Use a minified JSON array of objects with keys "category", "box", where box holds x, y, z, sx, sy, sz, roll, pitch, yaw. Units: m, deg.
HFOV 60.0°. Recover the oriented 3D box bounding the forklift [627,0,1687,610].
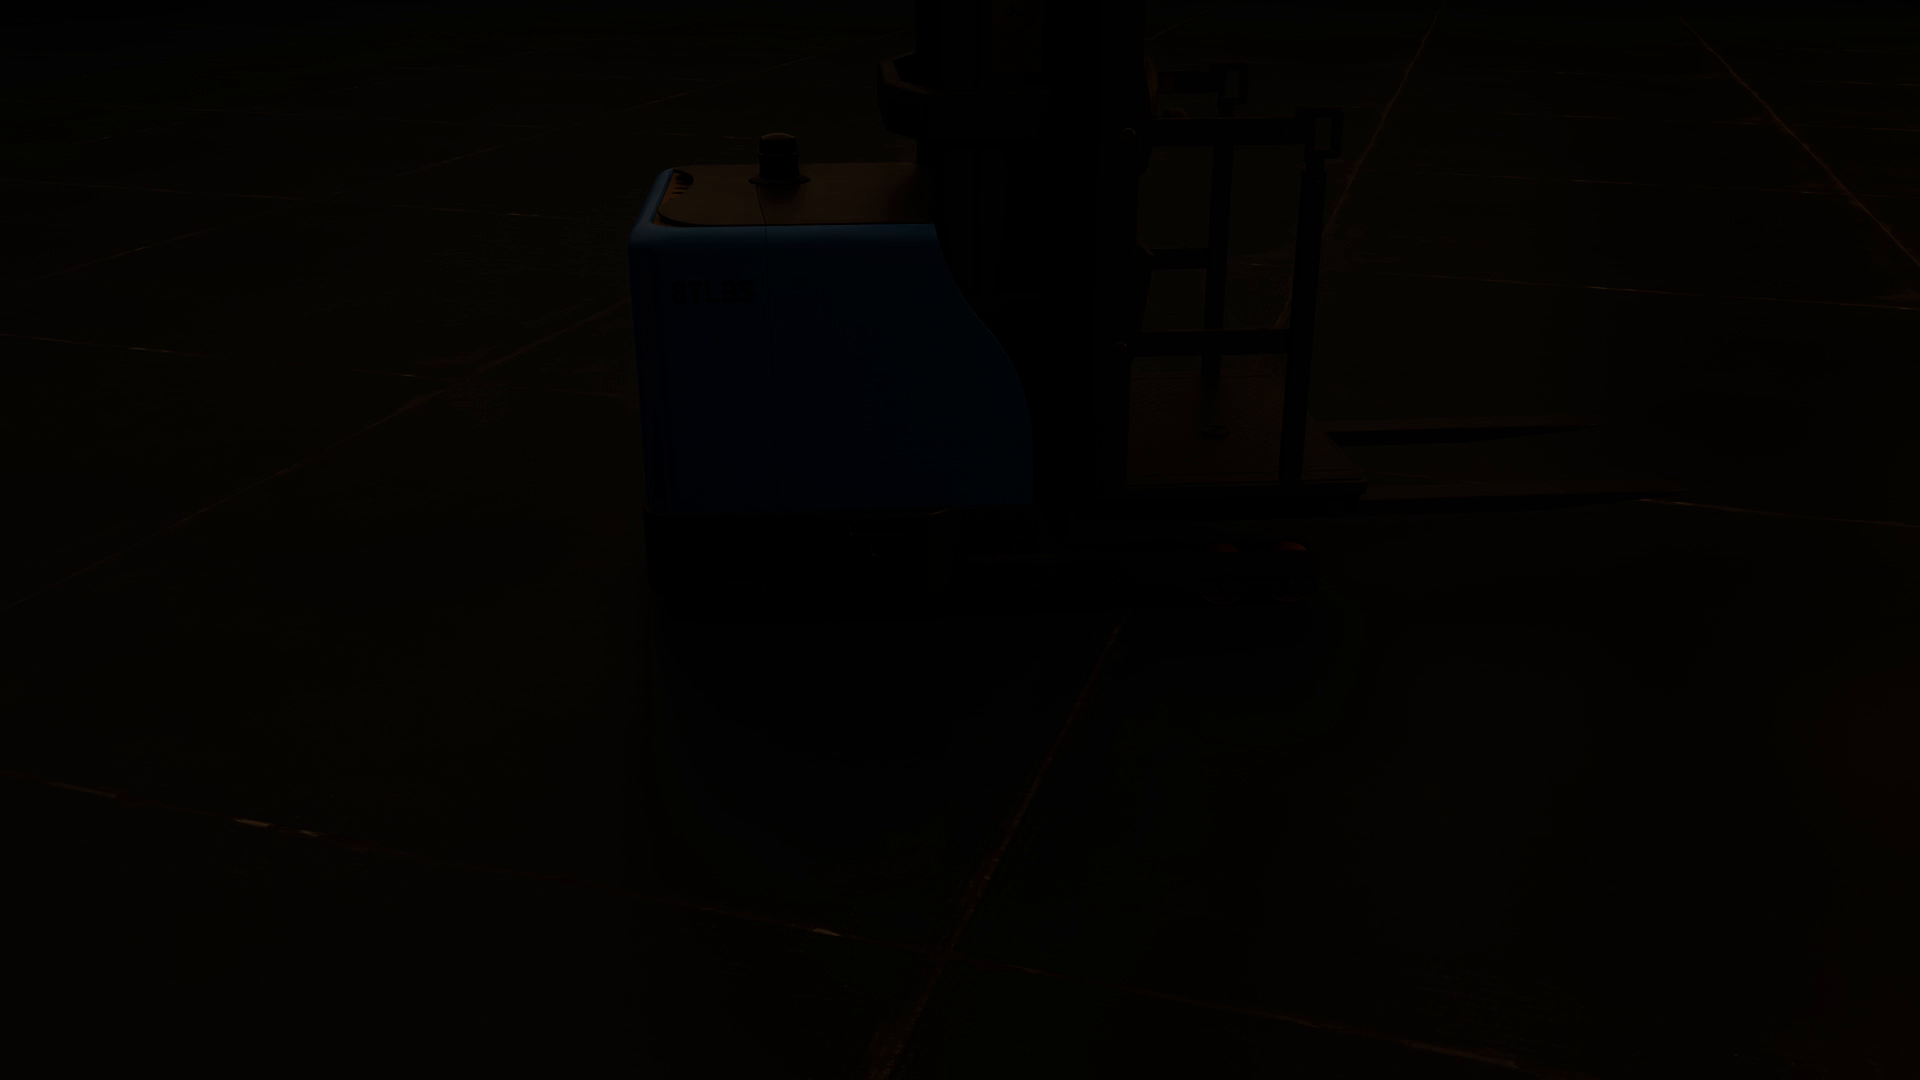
[{"category":"forklift","box":[0.606,-1.374,4.608,3.031,2.935,1.130,-2,23,-4]}]
